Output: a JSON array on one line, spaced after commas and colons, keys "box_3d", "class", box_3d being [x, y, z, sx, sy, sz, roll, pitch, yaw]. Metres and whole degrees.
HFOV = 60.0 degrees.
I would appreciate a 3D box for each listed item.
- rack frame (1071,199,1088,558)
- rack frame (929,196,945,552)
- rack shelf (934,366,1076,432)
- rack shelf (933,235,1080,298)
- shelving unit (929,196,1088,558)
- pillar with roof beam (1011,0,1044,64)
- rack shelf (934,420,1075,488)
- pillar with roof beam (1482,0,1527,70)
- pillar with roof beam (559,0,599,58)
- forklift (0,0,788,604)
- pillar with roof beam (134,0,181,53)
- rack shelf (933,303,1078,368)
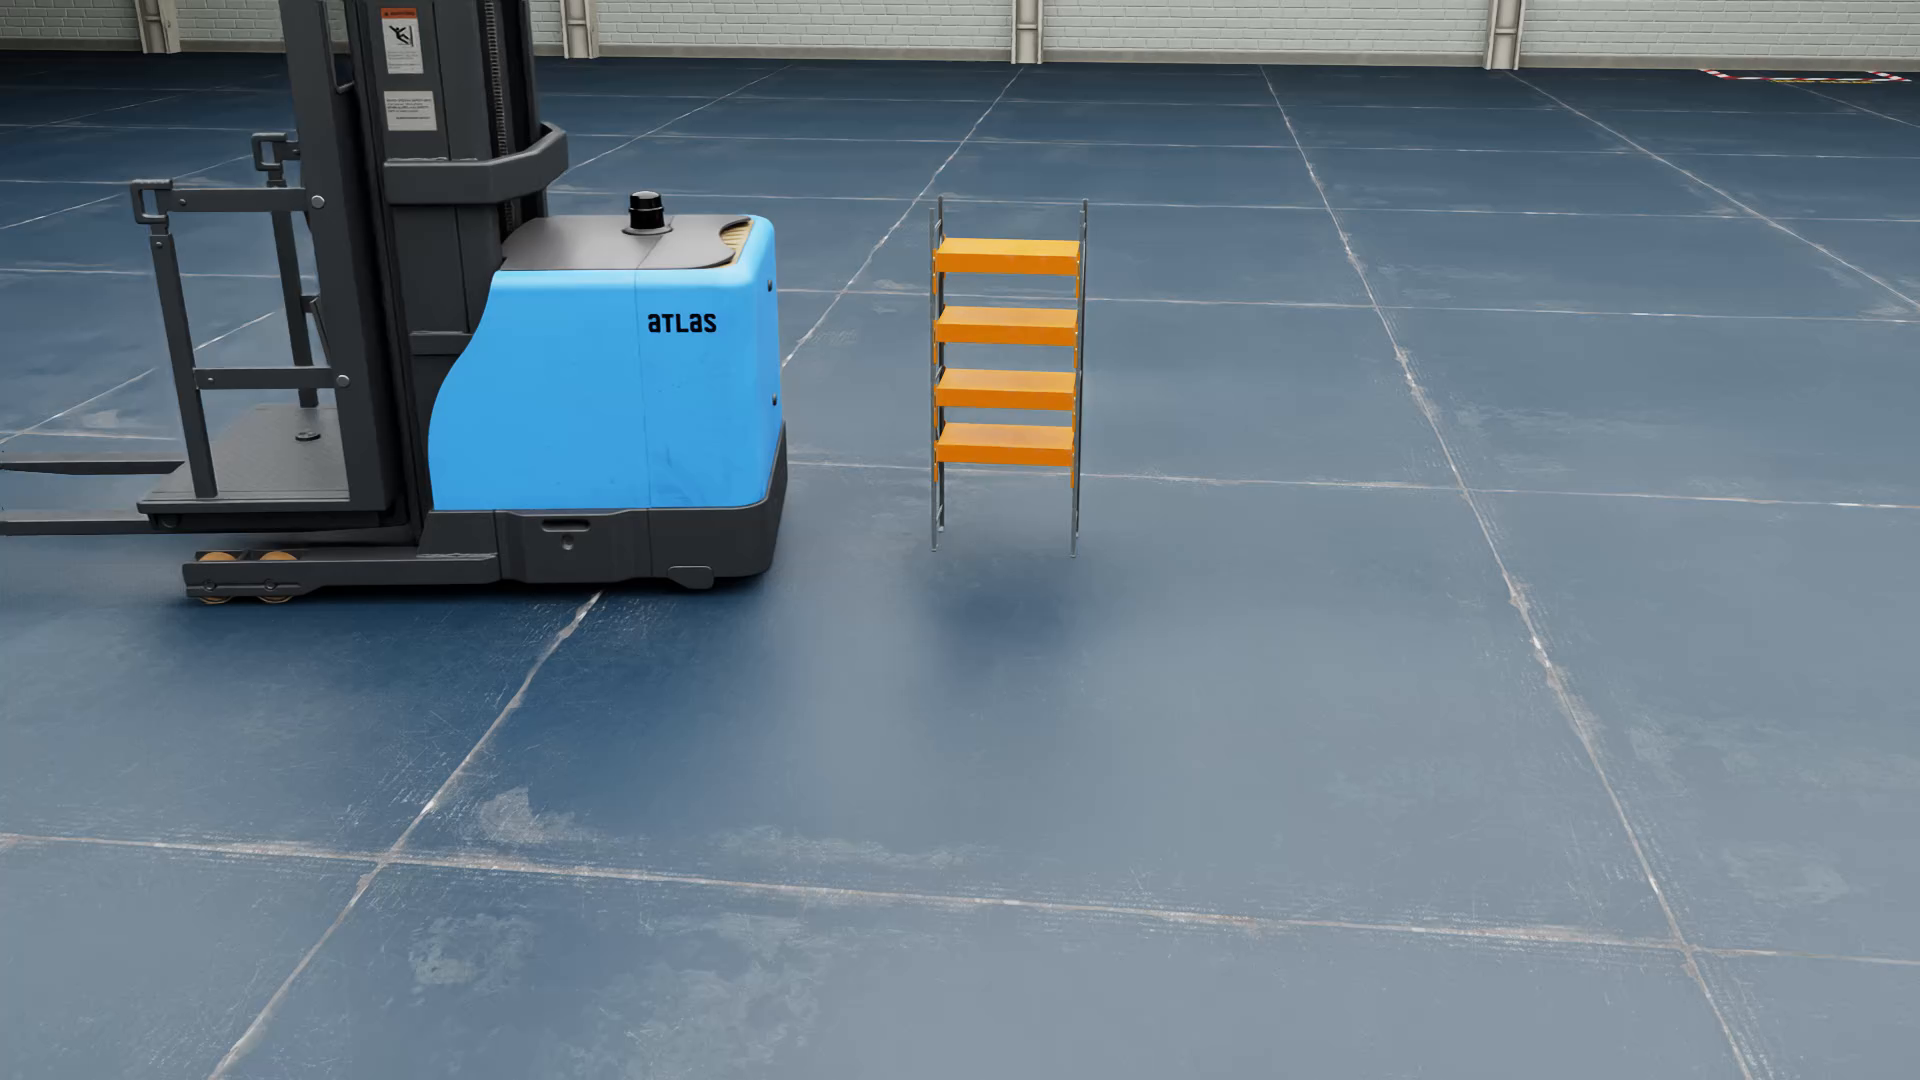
[{"box_3d": [0.407, -0.540, 5.674, 0.015, 1.200, 0.240, 2, 22, 6], "class": "rack frame"}, {"box_3d": [-0.078, -0.561, 5.728, 0.015, 1.200, 0.240, 2, 22, 6], "class": "rack frame"}, {"box_3d": [0.164, -0.488, 5.726, 0.480, 0.148, 0.258, 2, 22, 6], "class": "rack shelf"}, {"box_3d": [0.164, -0.916, 5.557, 0.480, 0.148, 0.258, 2, 22, 6], "class": "rack shelf"}, {"box_3d": [0.164, -0.551, 5.701, 0.503, 1.200, 0.258, 2, 22, 6], "class": "shelving unit"}, {"box_3d": [0.371, -8.848, 16.081, 0.400, 9.000, 9.100, 2, 22, 6], "class": "pillar with roof beam"}, {"box_3d": [0.164, -0.304, 5.799, 0.480, 0.148, 0.258, 2, 22, 6], "class": "rack shelf"}, {"box_3d": [6.329, -8.589, 15.424, 0.400, 9.000, 9.100, 2, 22, 6], "class": "pillar with roof beam"}, {"box_3d": [-5.588, -9.108, 16.738, 0.400, 9.000, 9.100, 2, 22, 6], "class": "pillar with roof beam"}, {"box_3d": [-2.155, -1.351, 5.372, 3.031, 2.935, 1.130, -1, 22, -2], "class": "forklift"}, {"box_3d": [-11.546, -9.367, 17.394, 0.400, 9.000, 9.100, 2, 22, 6], "class": "pillar with roof beam"}, {"box_3d": [0.164, -0.696, 5.644, 0.480, 0.148, 0.258, 2, 22, 6], "class": "rack shelf"}]
